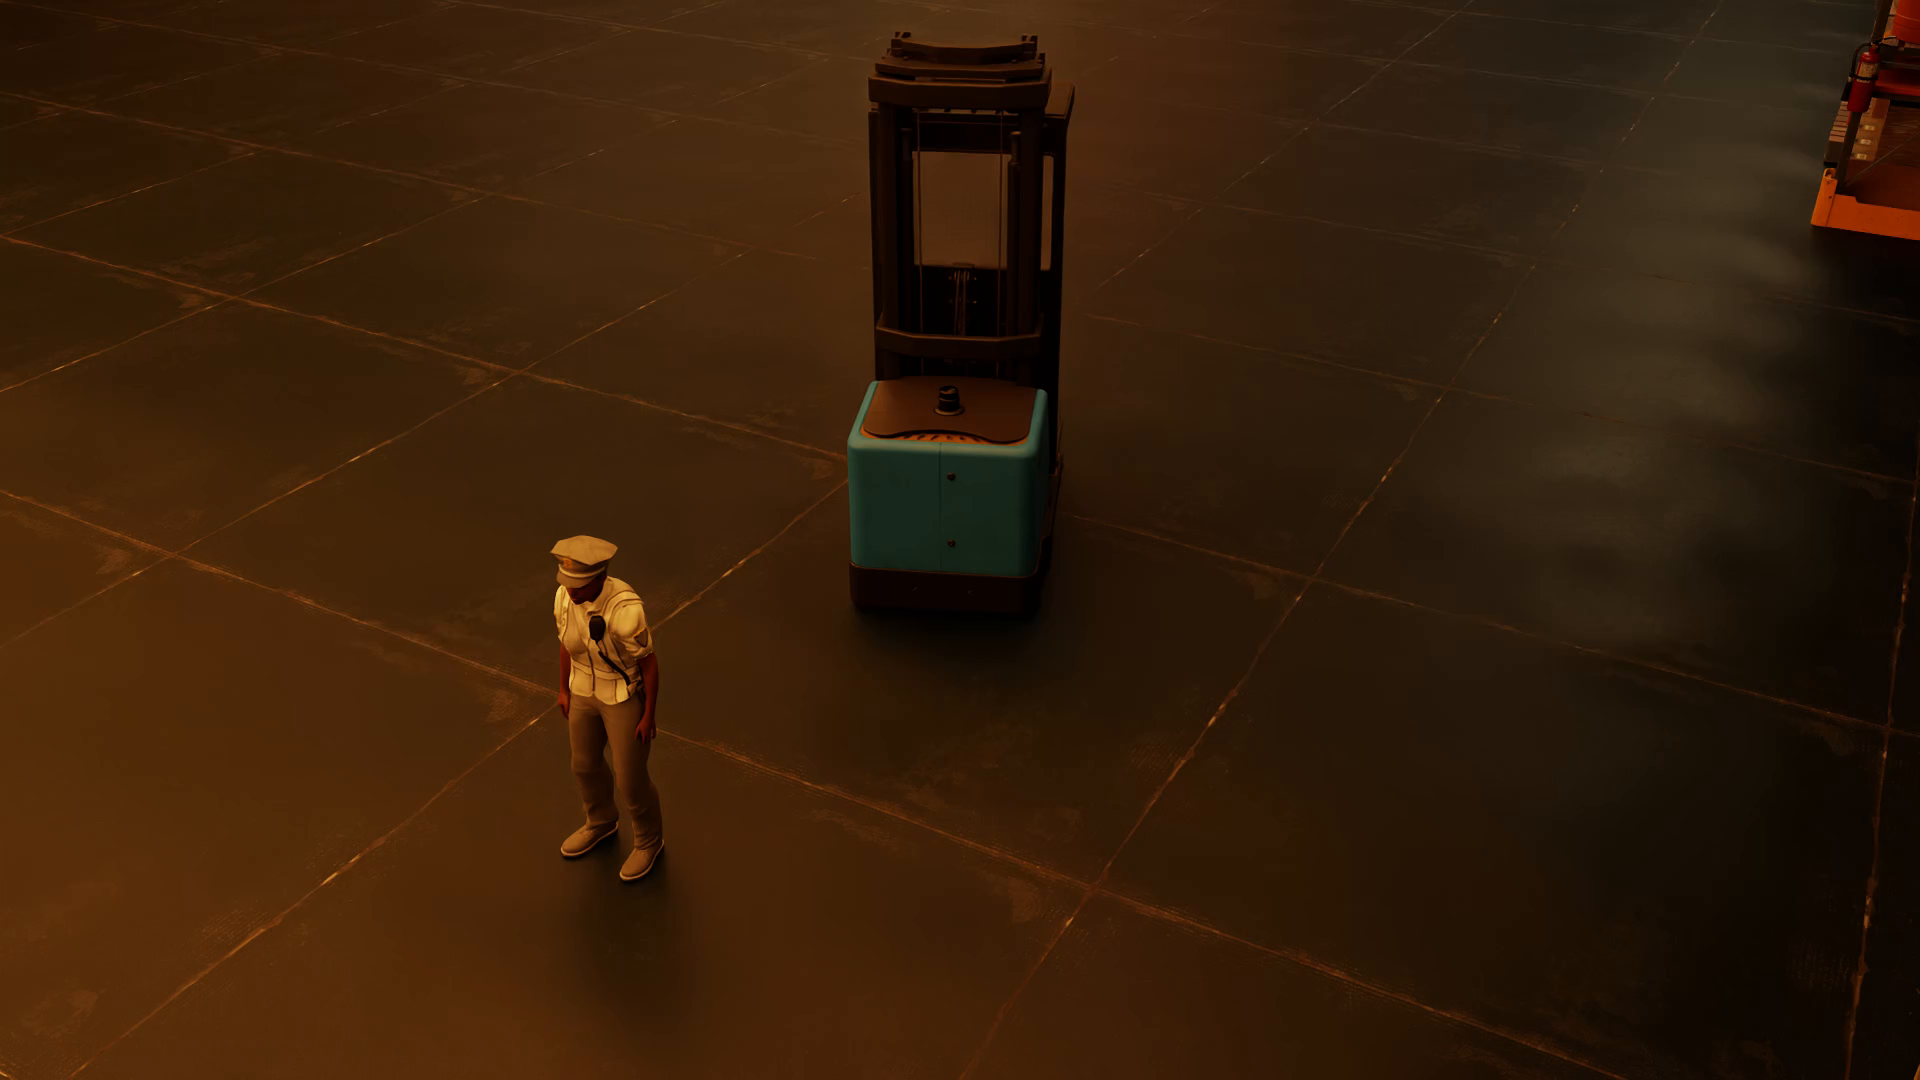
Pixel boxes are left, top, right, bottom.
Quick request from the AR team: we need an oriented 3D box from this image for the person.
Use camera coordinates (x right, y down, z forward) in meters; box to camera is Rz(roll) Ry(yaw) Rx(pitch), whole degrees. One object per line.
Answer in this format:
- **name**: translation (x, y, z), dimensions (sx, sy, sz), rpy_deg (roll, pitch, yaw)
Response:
- **person**: translation (-1.522, 0.694, 7.144), dimensions (0.524, 1.658, 0.395), rpy_deg (14, 33, 23)

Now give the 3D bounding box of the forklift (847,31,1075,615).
- **forklift**: translation (0.072, -1.572, 9.794), dimensions (1.130, 2.935, 3.031), rpy_deg (3, 30, 6)
